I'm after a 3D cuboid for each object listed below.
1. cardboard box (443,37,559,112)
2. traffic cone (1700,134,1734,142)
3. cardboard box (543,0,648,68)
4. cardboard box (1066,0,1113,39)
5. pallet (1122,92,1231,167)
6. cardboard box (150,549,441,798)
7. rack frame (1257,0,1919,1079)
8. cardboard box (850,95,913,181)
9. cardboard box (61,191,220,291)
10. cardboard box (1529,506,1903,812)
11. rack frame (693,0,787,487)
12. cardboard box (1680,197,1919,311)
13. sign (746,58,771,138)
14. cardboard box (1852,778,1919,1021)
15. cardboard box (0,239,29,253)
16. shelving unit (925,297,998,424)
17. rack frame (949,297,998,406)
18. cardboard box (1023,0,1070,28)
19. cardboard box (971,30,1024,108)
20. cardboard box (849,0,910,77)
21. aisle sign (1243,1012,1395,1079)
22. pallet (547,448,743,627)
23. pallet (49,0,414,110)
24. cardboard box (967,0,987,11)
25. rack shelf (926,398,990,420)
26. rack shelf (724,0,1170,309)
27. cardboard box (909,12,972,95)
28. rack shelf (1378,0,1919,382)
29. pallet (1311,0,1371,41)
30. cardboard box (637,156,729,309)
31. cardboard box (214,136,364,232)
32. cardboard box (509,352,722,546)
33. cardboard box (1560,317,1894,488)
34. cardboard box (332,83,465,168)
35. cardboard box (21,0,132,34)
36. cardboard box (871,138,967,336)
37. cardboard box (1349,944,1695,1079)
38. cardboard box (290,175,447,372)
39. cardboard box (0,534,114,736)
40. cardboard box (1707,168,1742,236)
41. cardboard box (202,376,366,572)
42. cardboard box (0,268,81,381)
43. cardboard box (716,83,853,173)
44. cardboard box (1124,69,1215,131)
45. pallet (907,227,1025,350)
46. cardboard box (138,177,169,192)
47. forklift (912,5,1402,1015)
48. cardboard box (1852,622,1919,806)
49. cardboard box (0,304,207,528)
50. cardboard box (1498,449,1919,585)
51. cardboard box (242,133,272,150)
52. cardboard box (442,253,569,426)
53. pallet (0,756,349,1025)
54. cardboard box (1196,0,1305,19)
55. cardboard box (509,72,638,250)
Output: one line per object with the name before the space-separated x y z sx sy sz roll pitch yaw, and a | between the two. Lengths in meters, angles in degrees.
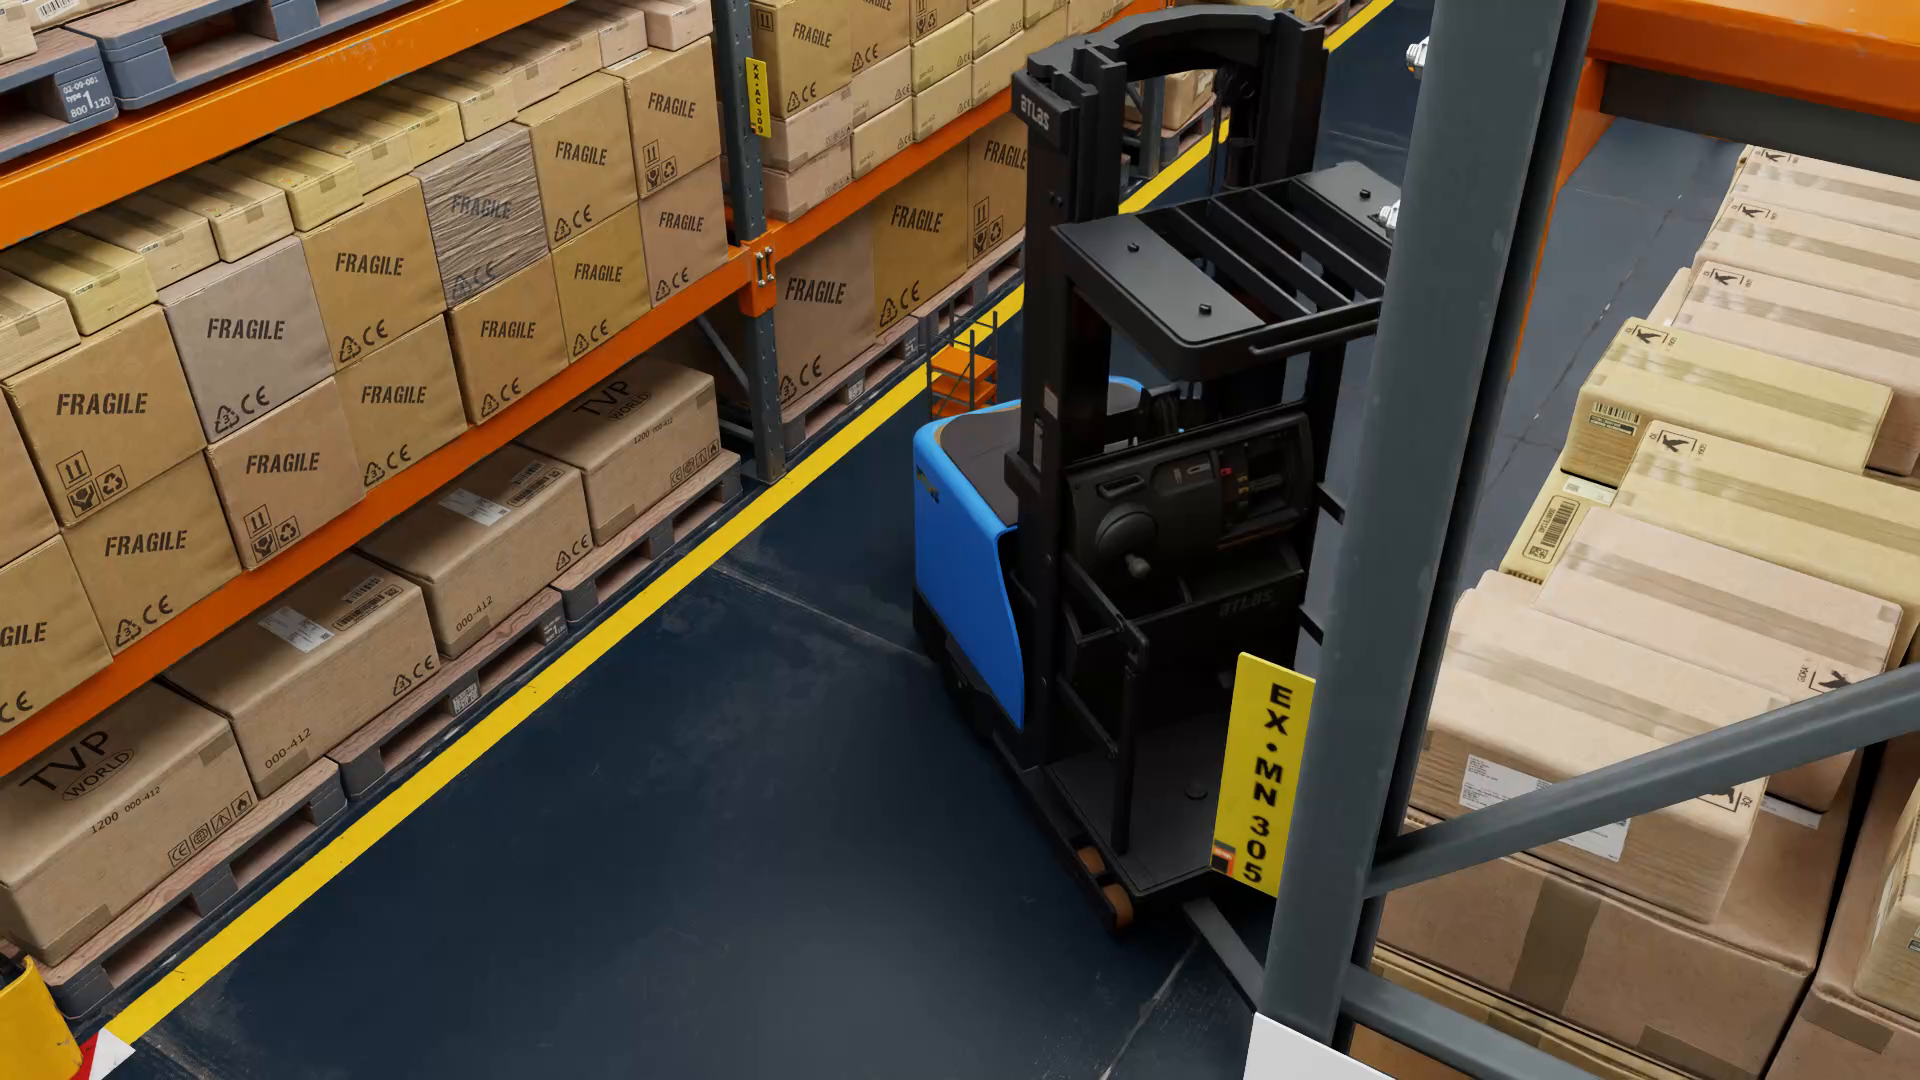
cardboard box | -1.697 -1.707 6.075 0.380 0.149 0.250 21 42 25
traffic cone | 5.221 -2.994 11.255 0.336 0.463 0.334 21 42 25
cardboard box | -1.435 -1.968 6.414 0.380 0.149 0.250 22 43 26
cardboard box | 0.525 -3.028 9.344 0.500 0.250 0.500 22 43 26
pallet | 1.258 -2.999 11.468 1.003 0.211 1.213 21 42 25
cardboard box | -2.696 0.424 6.498 0.875 0.438 0.875 22 43 26
rack frame | 0.785 -0.386 0.880 1.000 3.000 0.127 21 42 25
cardboard box | -0.571 -1.988 7.994 0.500 0.250 0.500 20 42 24
cardboard box | -2.486 -0.911 5.043 0.380 0.149 0.250 22 43 26
cardboard box | 0.912 0.136 2.047 0.380 0.149 0.250 22 43 26
rack frame | -1.305 -1.639 7.420 1.000 3.000 0.127 21 42 25
cardboard box | 1.428 -0.412 2.757 0.380 0.149 0.250 22 43 26
sign | -0.836 -1.833 6.897 0.100 0.325 0.005 21 42 25
cardboard box | 1.151 0.413 1.687 0.380 0.149 0.250 21 42 25
cardboard box | -3.073 -0.936 5.075 0.380 0.149 0.250 22 43 26
shelving unit | 0.008 -0.483 7.393 0.258 1.200 0.189 21 42 25
rack frame | 0.057 -0.530 7.455 0.240 1.200 0.006 21 42 25
cardboard box | 0.264 -2.971 8.860 0.500 0.250 0.500 20 42 24
cardboard box | -0.007 -2.501 8.661 0.500 0.250 0.500 20 42 24
cardboard box | -0.578 -2.479 7.608 0.500 0.500 0.500 21 42 25
aisle sign | 0.493 0.900 1.997 0.394 0.787 0.004 21 42 25
pallet | -1.779 -0.168 7.796 1.003 0.211 1.213 21 42 25
pallet | -2.407 -1.747 5.176 1.003 0.211 1.213 21 42 25
cardboard box | -0.035 -3.005 8.291 0.500 0.500 0.500 20 42 24
rack shelf | 0.008 -0.543 7.347 0.258 0.103 0.180 21 42 25
rack shelf | -0.234 -2.385 8.977 1.077 0.370 4.000 21 42 25
cardboard box | -0.283 -2.442 8.174 0.500 0.250 0.500 22 43 26
rack shelf | 1.857 -1.131 2.438 1.077 0.370 4.000 21 42 25
pallet | 2.565 -4.257 13.100 1.003 0.211 1.213 21 42 25
cardboard box | -1.338 -1.356 6.970 0.500 0.500 0.500 22 43 26
cardboard box | -2.158 -1.148 5.350 0.380 0.149 0.250 20 42 24
cardboard box | -1.732 -0.502 7.699 0.875 0.438 0.875 21 42 24
cardboard box | 1.117 -0.161 2.432 0.380 0.149 0.250 22 43 26
cardboard box | -1.940 -1.430 5.717 0.380 0.149 0.250 20 42 24
cardboard box | -2.604 -1.691 4.677 0.500 0.311 0.500 22 43 26
cardboard box | -0.563 -1.778 8.996 0.875 0.875 0.875 22 43 26
cardboard box | 0.806 0.540 2.258 0.500 0.250 0.500 20 42 24
cardboard box | -2.144 -0.961 5.639 0.500 0.500 0.500 21 42 25
cardboard box | -2.949 0.230 4.913 0.500 0.500 0.500 21 42 25
cardboard box | 1.647 -0.441 3.122 0.500 0.250 0.500 19 42 23
cardboard box | -2.414 -0.297 5.596 0.500 0.500 0.500 21 42 25
cardboard box | -2.708 -0.617 4.661 0.380 0.149 0.250 23 43 26
cardboard box | -0.832 -1.912 7.487 0.500 0.250 0.500 20 42 24
cardboard box | 1.149 -3.115 11.142 0.950 0.372 0.625 18 41 22
pallet | -0.303 -1.589 9.638 1.003 0.211 1.213 21 42 25
cardboard box | -2.788 -1.196 5.412 0.380 0.149 0.250 22 43 26
forklift | 0.882 -0.075 5.447 1.130 2.935 3.031 -16 40 -20
cardboard box | 1.519 0.253 2.222 0.500 0.250 0.500 21 42 25
cardboard box | -2.680 -0.436 4.957 0.500 0.500 0.500 20 42 24
cardboard box | 1.090 0.079 2.448 0.500 0.250 0.500 20 42 24
cardboard box | -2.526 -1.475 5.774 0.380 0.149 0.250 21 42 25
cardboard box | -1.866 -0.825 6.282 0.500 0.500 0.500 21 42 24
pallet | -3.086 1.089 6.164 1.003 0.211 1.213 21 42 25
cardboard box | 1.948 -3.887 12.144 0.950 0.372 0.625 23 43 27
cardboard box | -1.604 -1.482 6.315 0.500 0.500 0.500 21 42 24
